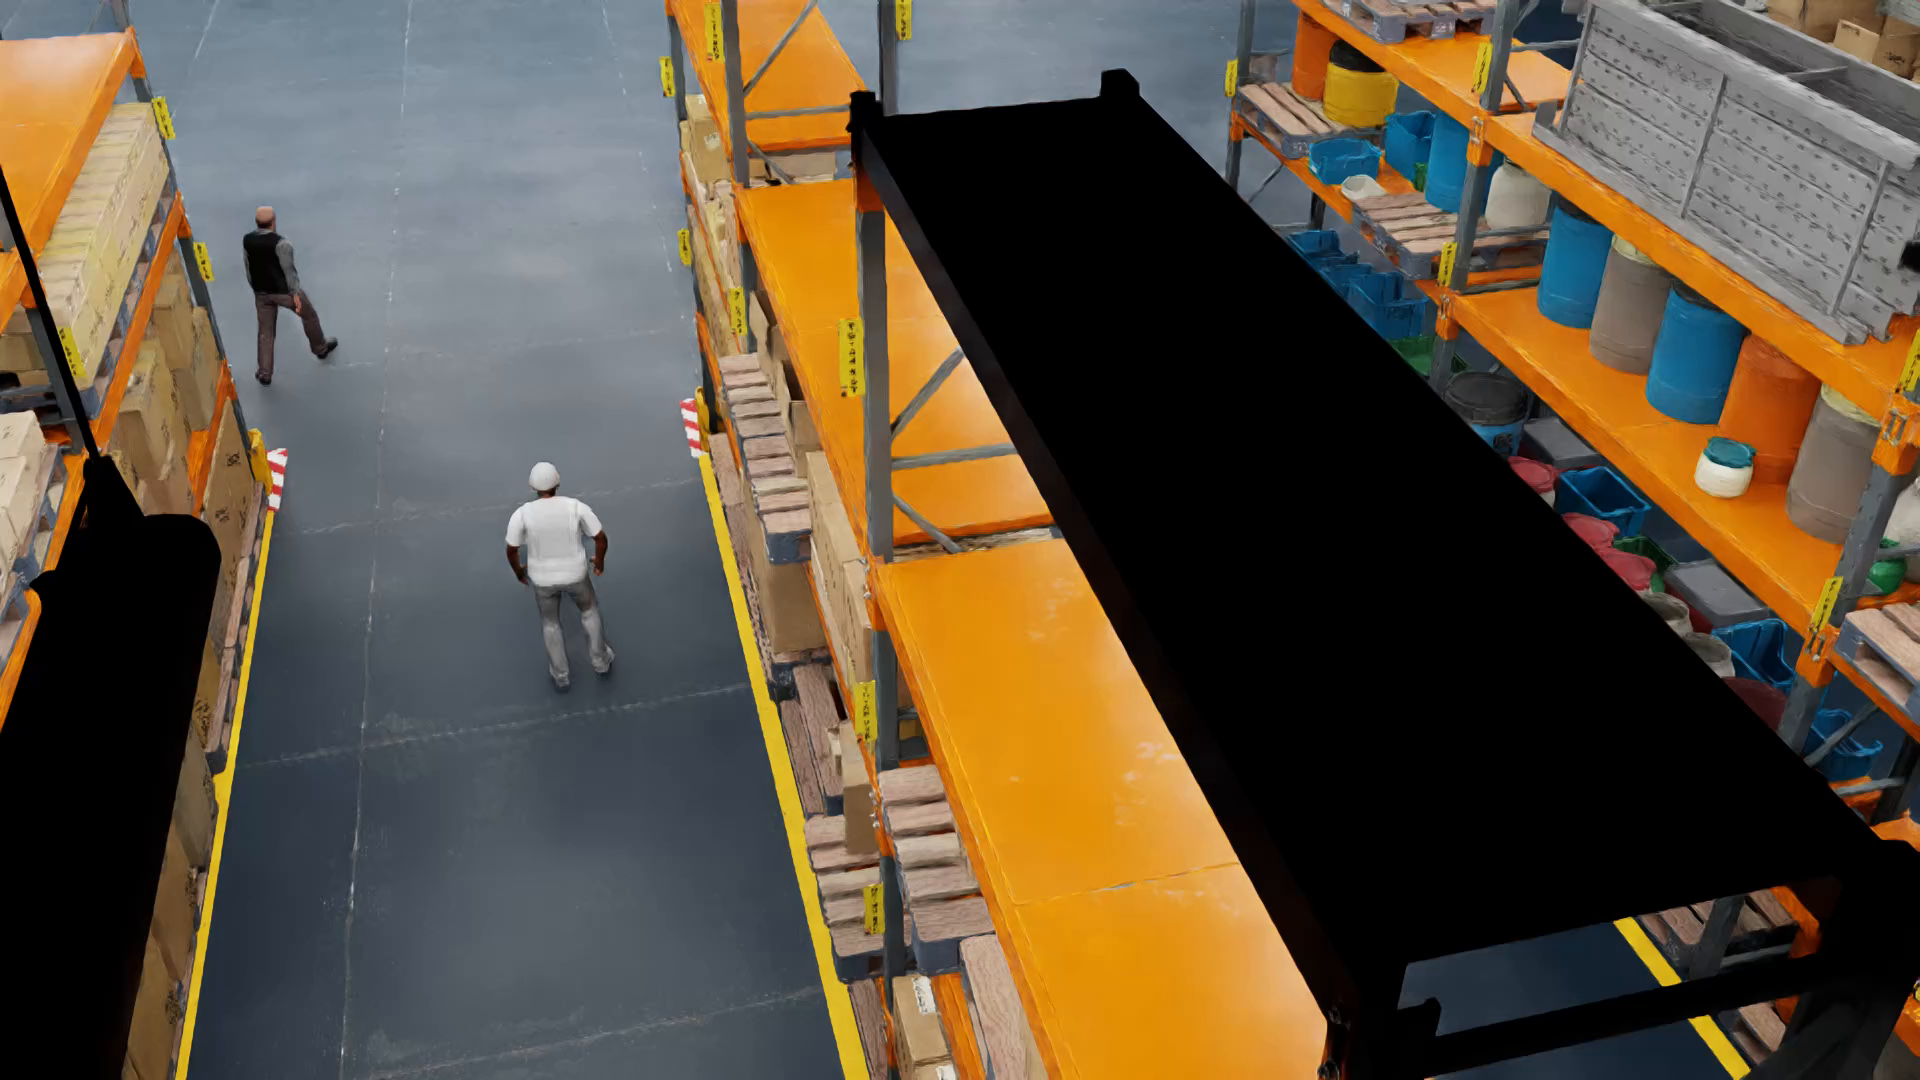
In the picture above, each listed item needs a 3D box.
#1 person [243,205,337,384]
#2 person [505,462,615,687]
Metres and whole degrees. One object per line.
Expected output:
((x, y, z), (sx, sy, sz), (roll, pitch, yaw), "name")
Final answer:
((-6.638, -2.423, 16.168), (0.576, 1.676, 0.962), (5, 35, 7), "person")
((-2.939, 0.231, 12.255), (0.719, 1.714, 0.578), (-9, 35, -13), "person")
